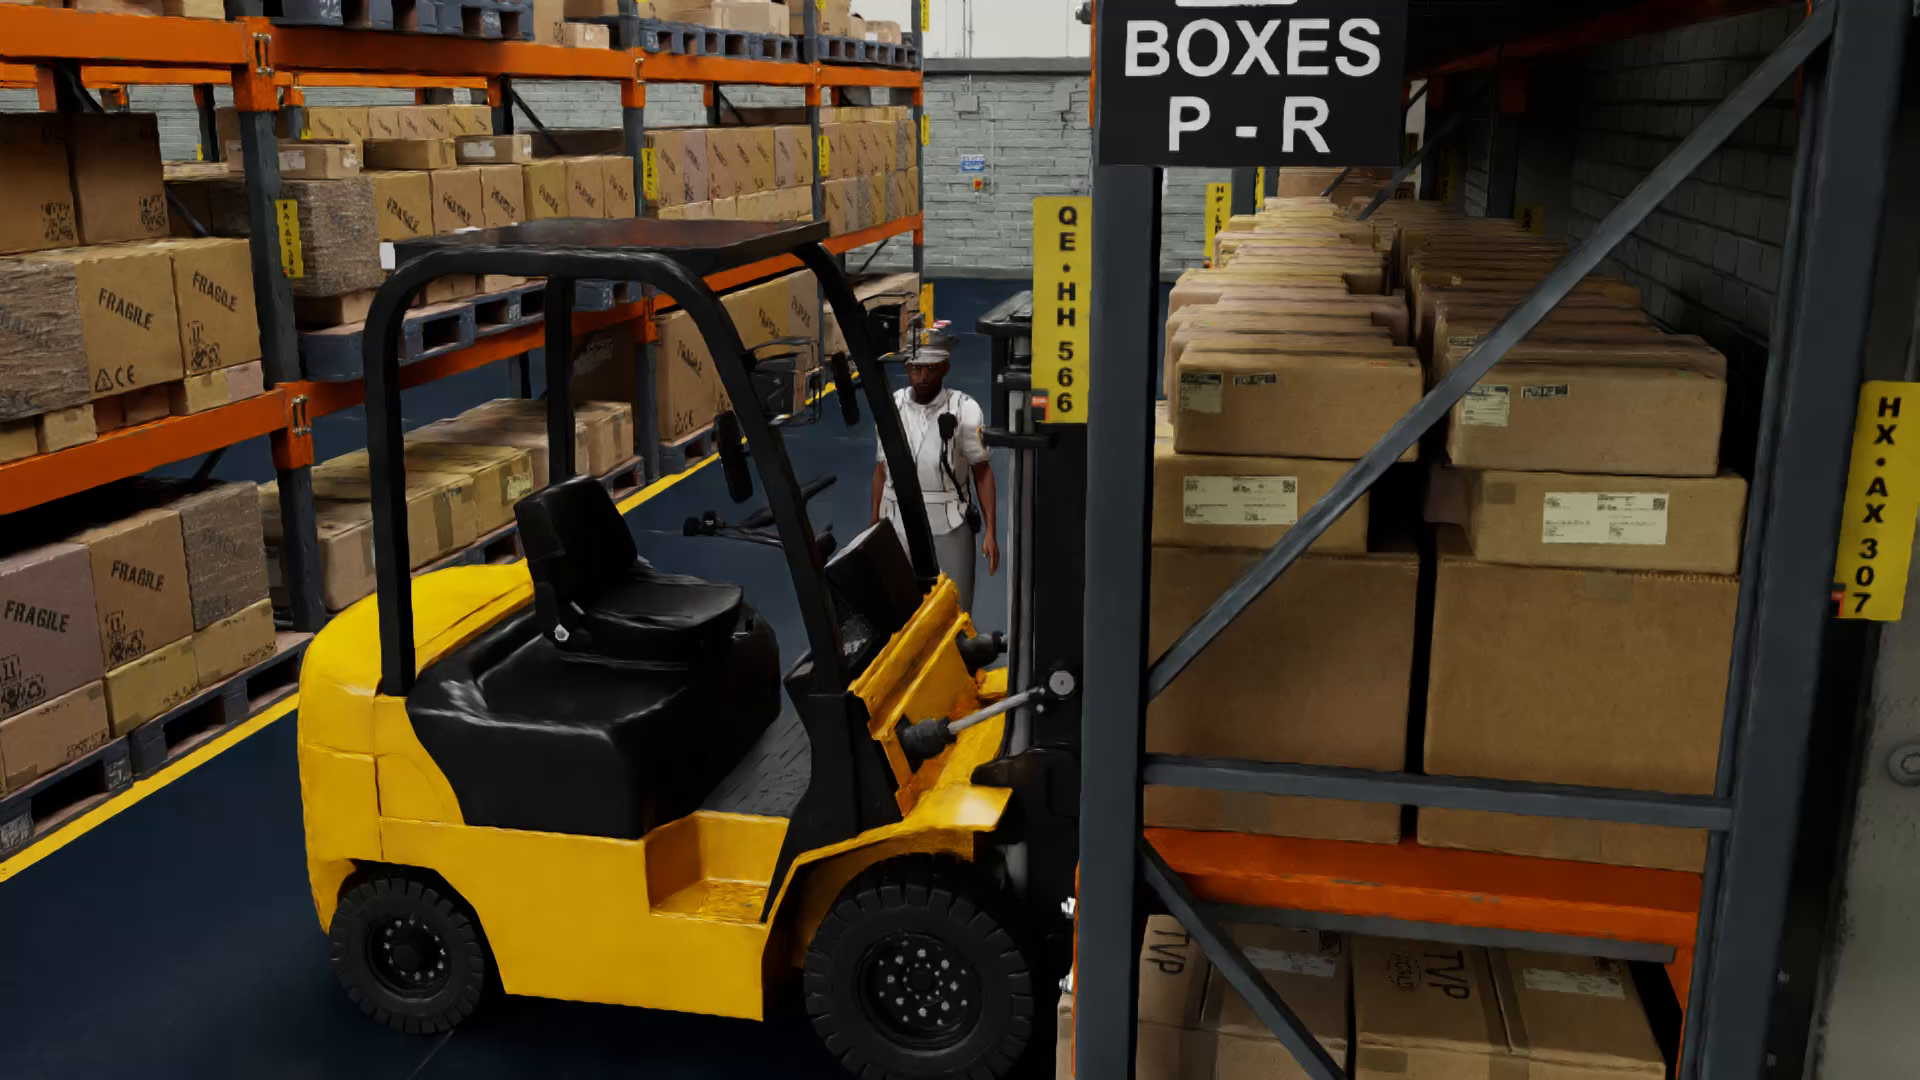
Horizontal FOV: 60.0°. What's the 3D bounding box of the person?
[{"bbox_3d":[-0.113,-0.006,6.586,0.552,1.665,0.501,3,15,12],"label":"person"}]
